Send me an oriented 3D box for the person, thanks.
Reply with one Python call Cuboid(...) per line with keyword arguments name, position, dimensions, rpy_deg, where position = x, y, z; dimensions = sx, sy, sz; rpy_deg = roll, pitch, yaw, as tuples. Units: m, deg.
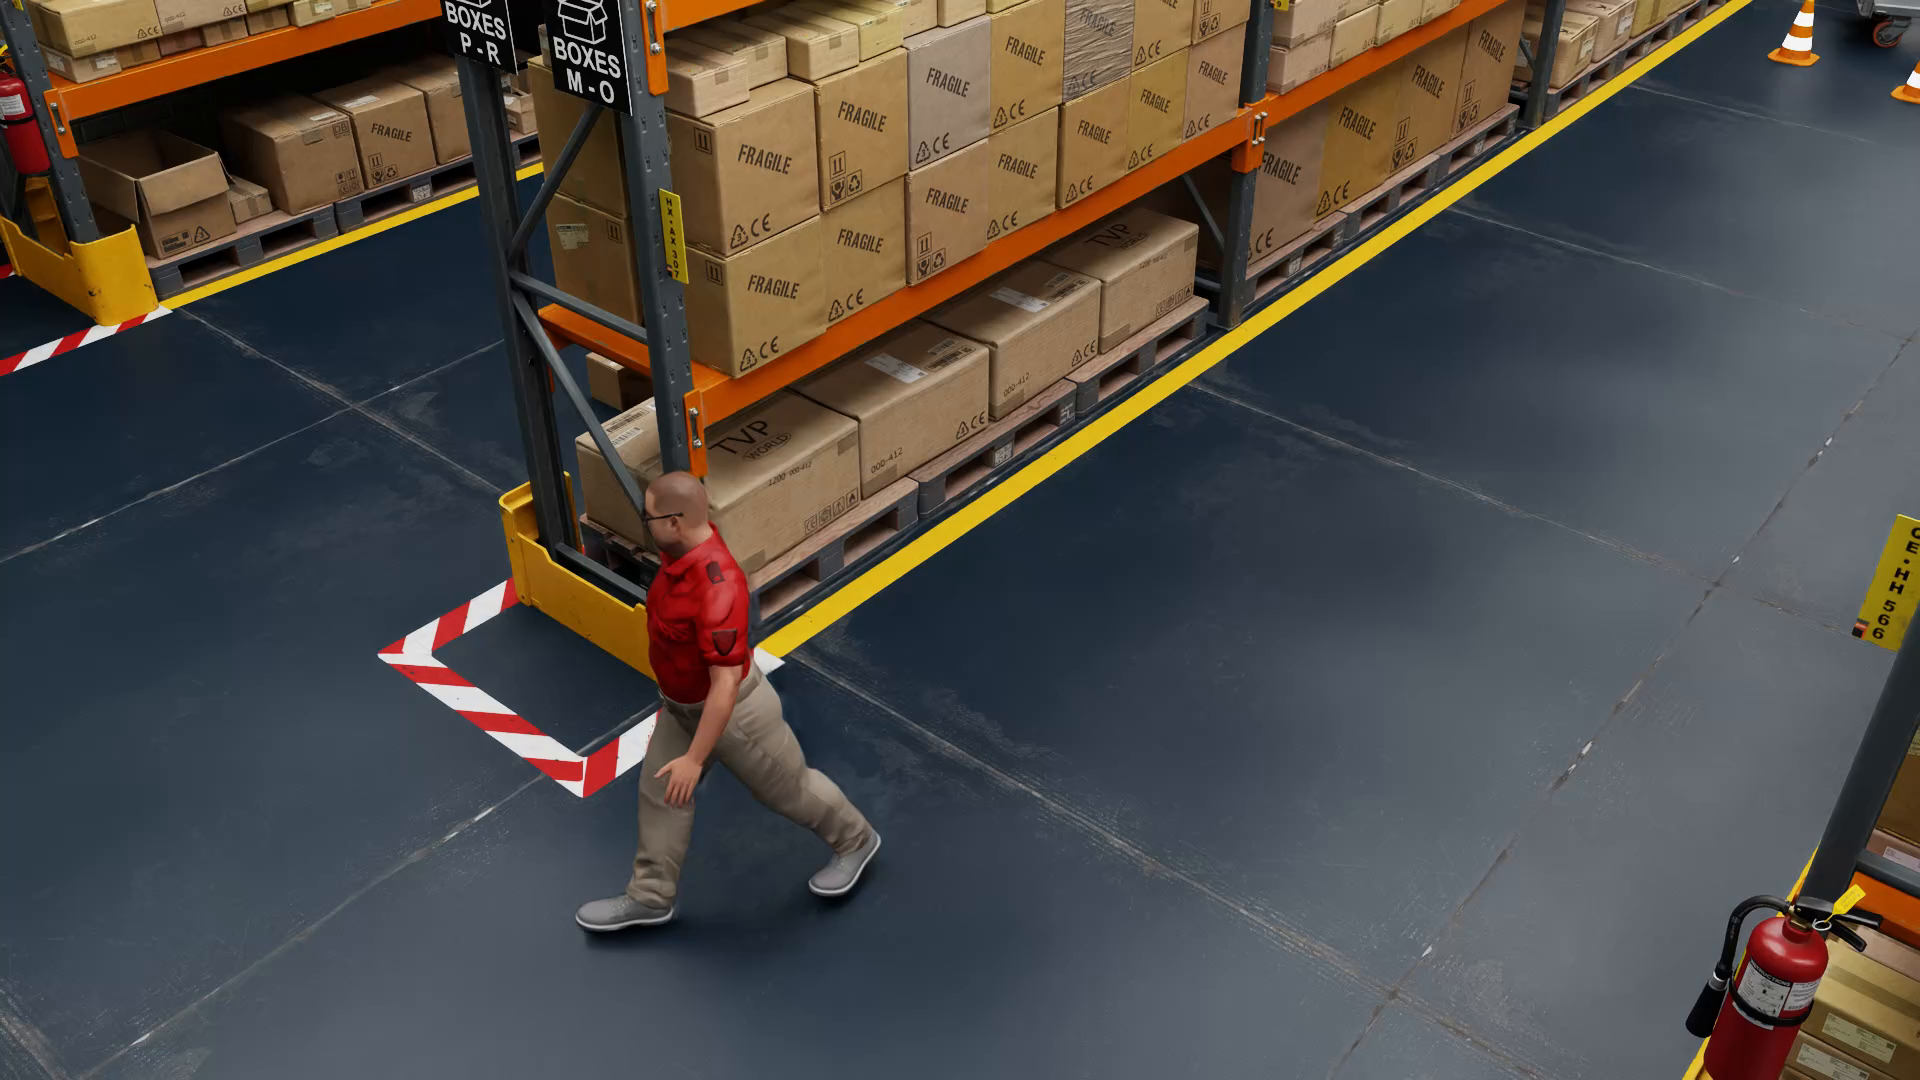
Cuboid(name="person", position=(-0.806, 0.550, 5.381), dimensions=(1.056, 1.661, 0.620), rpy_deg=(-19, 39, -25))
